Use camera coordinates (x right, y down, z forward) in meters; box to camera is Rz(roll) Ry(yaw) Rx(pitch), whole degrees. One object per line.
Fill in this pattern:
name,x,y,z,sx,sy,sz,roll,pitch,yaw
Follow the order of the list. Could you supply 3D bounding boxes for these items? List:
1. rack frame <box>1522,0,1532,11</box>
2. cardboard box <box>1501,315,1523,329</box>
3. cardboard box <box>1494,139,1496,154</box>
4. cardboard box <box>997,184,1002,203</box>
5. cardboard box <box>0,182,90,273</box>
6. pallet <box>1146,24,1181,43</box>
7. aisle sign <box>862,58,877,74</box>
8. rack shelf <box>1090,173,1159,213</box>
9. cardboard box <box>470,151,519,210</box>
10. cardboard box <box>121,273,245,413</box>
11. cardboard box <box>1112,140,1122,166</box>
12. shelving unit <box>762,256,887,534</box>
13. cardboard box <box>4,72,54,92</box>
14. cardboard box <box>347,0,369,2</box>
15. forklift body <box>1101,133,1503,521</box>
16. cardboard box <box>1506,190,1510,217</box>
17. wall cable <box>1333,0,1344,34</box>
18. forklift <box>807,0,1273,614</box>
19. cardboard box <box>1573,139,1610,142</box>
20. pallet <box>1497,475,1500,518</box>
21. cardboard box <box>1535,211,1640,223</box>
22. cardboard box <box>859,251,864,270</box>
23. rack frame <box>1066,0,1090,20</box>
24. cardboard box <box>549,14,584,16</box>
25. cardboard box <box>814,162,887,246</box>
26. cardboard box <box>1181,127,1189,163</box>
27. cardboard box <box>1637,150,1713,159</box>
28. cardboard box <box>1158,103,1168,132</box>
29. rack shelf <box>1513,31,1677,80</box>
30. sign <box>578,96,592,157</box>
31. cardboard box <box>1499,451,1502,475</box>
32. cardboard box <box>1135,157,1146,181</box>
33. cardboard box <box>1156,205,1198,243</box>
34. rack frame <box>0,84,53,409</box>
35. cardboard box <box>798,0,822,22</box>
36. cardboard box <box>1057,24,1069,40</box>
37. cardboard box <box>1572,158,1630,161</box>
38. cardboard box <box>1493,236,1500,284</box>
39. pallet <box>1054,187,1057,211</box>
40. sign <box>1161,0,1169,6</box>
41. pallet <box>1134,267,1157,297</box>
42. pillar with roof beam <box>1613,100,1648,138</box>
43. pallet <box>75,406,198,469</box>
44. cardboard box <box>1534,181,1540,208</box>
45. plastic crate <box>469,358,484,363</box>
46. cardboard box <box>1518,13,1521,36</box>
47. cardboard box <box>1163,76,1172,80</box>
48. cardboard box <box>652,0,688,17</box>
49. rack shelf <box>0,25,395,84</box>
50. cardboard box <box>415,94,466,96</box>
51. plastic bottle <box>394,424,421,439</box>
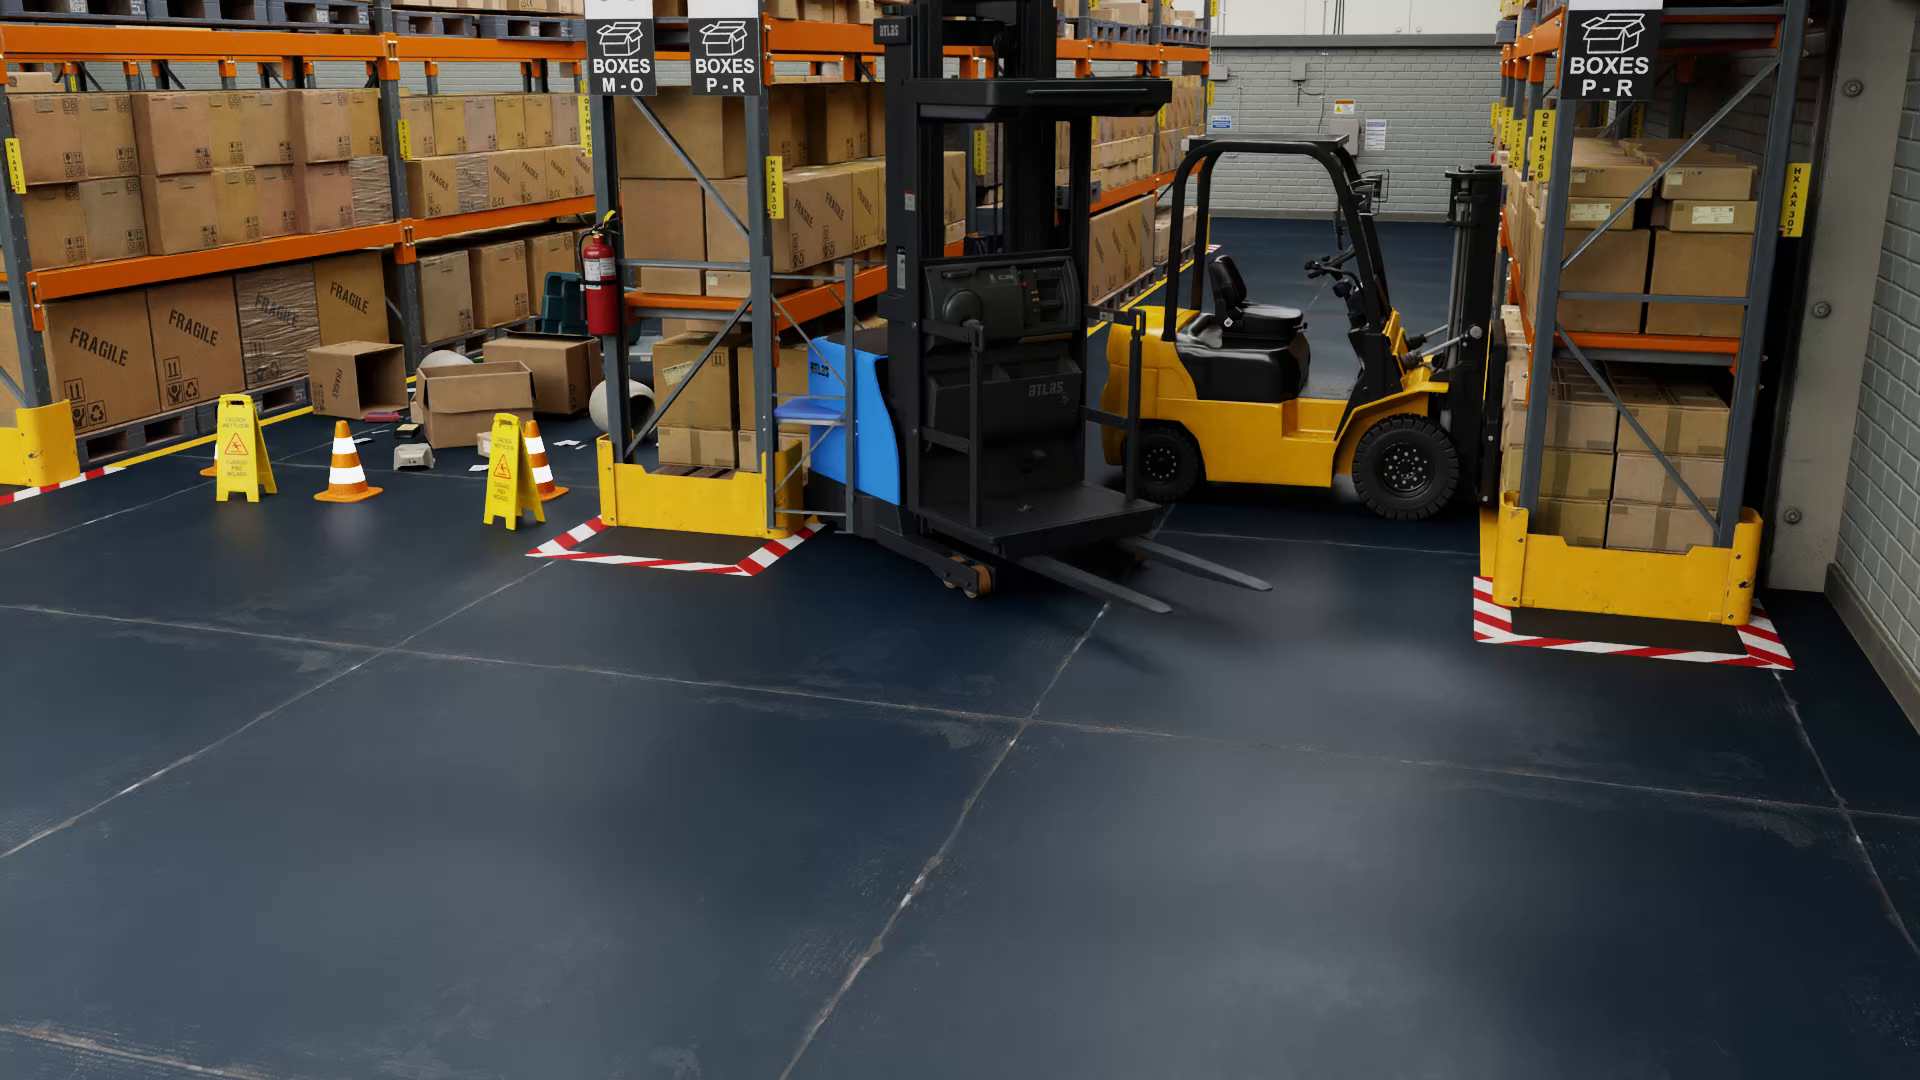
rack frame,5.519,-6.108,14.372,1.000,3.000,0.127,5,16,16
cardboard box,3.789,-1.300,10.854,0.500,0.250,0.500,5,16,16
cardboard box,7.405,-5.288,22.205,0.500,0.250,0.500,5,17,16
cardboard box,0.161,-2.825,13.483,0.380,0.149,0.250,5,17,17
cardboard box,-6.228,-2.043,10.760,0.875,0.550,0.550,5,16,16
pallet,2.138,-6.266,20.589,1.003,0.211,1.213,5,16,16
aisle sign,-1.434,-7.303,24.814,0.394,0.787,0.004,5,16,16
rack shelf,1.327,-3.783,18.488,1.077,0.370,4.000,5,16,16
cardboard box,-4.458,-3.344,15.439,0.500,0.500,0.500,5,16,16
cardboard box,-5.912,-1.463,12.114,0.875,0.875,0.875,4,16,15
cardboard box,1.441,-4.152,17.829,0.500,0.250,0.500,5,16,16
shelving unit,-0.723,-0.899,9.543,0.538,1.500,1.048,3,14,11
cardboard box,-9.520,-4.015,16.120,1.000,1.000,1.000,5,17,16
cardboard box,-4.950,-4.369,13.246,0.380,0.149,0.250,5,16,16
forklift body,2.035,-1.358,10.176,2.313,2.155,1.214,5,16,16
cardboard box,5.010,-2.921,14.406,0.500,0.250,0.500,4,16,15
wall cable,7.759,-9.828,27.419,2.988,3.039,0.133,5,16,16
forklift,0.345,-1.267,8.424,1.130,2.935,3.031,-10,19,-32
cardboard box,4.036,-2.541,10.875,0.380,0.149,0.250,5,17,17
pallet,3.771,-0.309,10.031,1.003,0.211,1.213,5,16,16
cardboard box,3.290,-1.461,8.800,0.500,0.500,0.500,5,17,18
cardboard box,-0.834,-1.802,10.645,0.380,0.149,0.250,5,17,18
rack frame,0.758,-6.492,15.726,1.000,3.000,0.127,5,16,16
cardboard box,-3.975,-5.370,16.744,0.380,0.166,0.250,5,16,16
cardboard box,-0.690,-2.209,10.893,0.500,0.500,0.500,4,16,15
cardboard box,2.721,-5.198,21.977,0.500,0.500,0.500,5,17,18
cardboard box,4.012,-2.106,9.339,0.380,0.149,0.250,5,17,16
cardboard box,2.263,-5.287,20.457,0.500,0.500,0.500,5,17,16
rack shelf,4.950,-3.795,13.035,1.077,0.370,4.000,5,16,16
sign,-2.041,-2.270,9.135,0.100,0.325,0.005,5,16,16
cardboard box,3.503,-0.553,10.050,0.500,0.250,0.500,5,17,18
cardboard box,1.864,-4.310,19.302,0.500,0.250,0.500,4,16,15
cardboard box,2.940,-4.488,23.580,0.875,0.438,0.875,4,16,14
rack frame,-6.290,-1.870,10.426,1.000,3.000,0.127,5,16,16
cardboard box,-1.013,-3.039,9.509,0.380,0.149,0.250,5,17,17
cardboard box,0.807,-4.764,15.590,0.380,0.149,0.250,5,16,16
cardboard box,3.234,-1.880,8.542,0.380,0.149,0.250,5,17,17
cardboard box,6.302,-3.159,18.780,0.500,0.500,0.500,5,17,18
pallet,0.235,-2.992,14.734,1.003,0.211,1.213,5,16,16
sign,2.418,-6.456,19.572,0.100,0.325,0.005,5,16,16
pallet,1.748,-3.103,19.882,1.003,0.211,1.213,5,16,16
pillar with roof beam,3.590,-7.601,19.635,9.100,9.000,0.400,5,16,16
pallet,-6.137,-0.744,11.565,1.003,0.211,1.213,5,16,16
cardboard box,3.416,-1.939,9.296,0.380,0.149,0.250,5,17,16
plastic crate,-3.946,-1.444,13.973,0.662,0.188,0.450,-15,11,-41
cardboard box,5.432,-4.746,15.342,0.500,0.250,0.500,4,16,14
cardboard box,2.453,-5.755,20.916,0.380,0.149,0.250,5,16,15
cardboard box,-1.682,-2.950,9.196,0.380,0.149,0.250,5,17,16
rack shelf,-5.721,-3.490,11.959,1.077,0.370,4.000,5,16,16
cardboard box,-7.225,-5.958,23.193,0.500,0.500,0.500,5,16,16
plastic bottle,-3.984,-0.792,12.010,0.133,0.061,0.283,-1,16,-3
